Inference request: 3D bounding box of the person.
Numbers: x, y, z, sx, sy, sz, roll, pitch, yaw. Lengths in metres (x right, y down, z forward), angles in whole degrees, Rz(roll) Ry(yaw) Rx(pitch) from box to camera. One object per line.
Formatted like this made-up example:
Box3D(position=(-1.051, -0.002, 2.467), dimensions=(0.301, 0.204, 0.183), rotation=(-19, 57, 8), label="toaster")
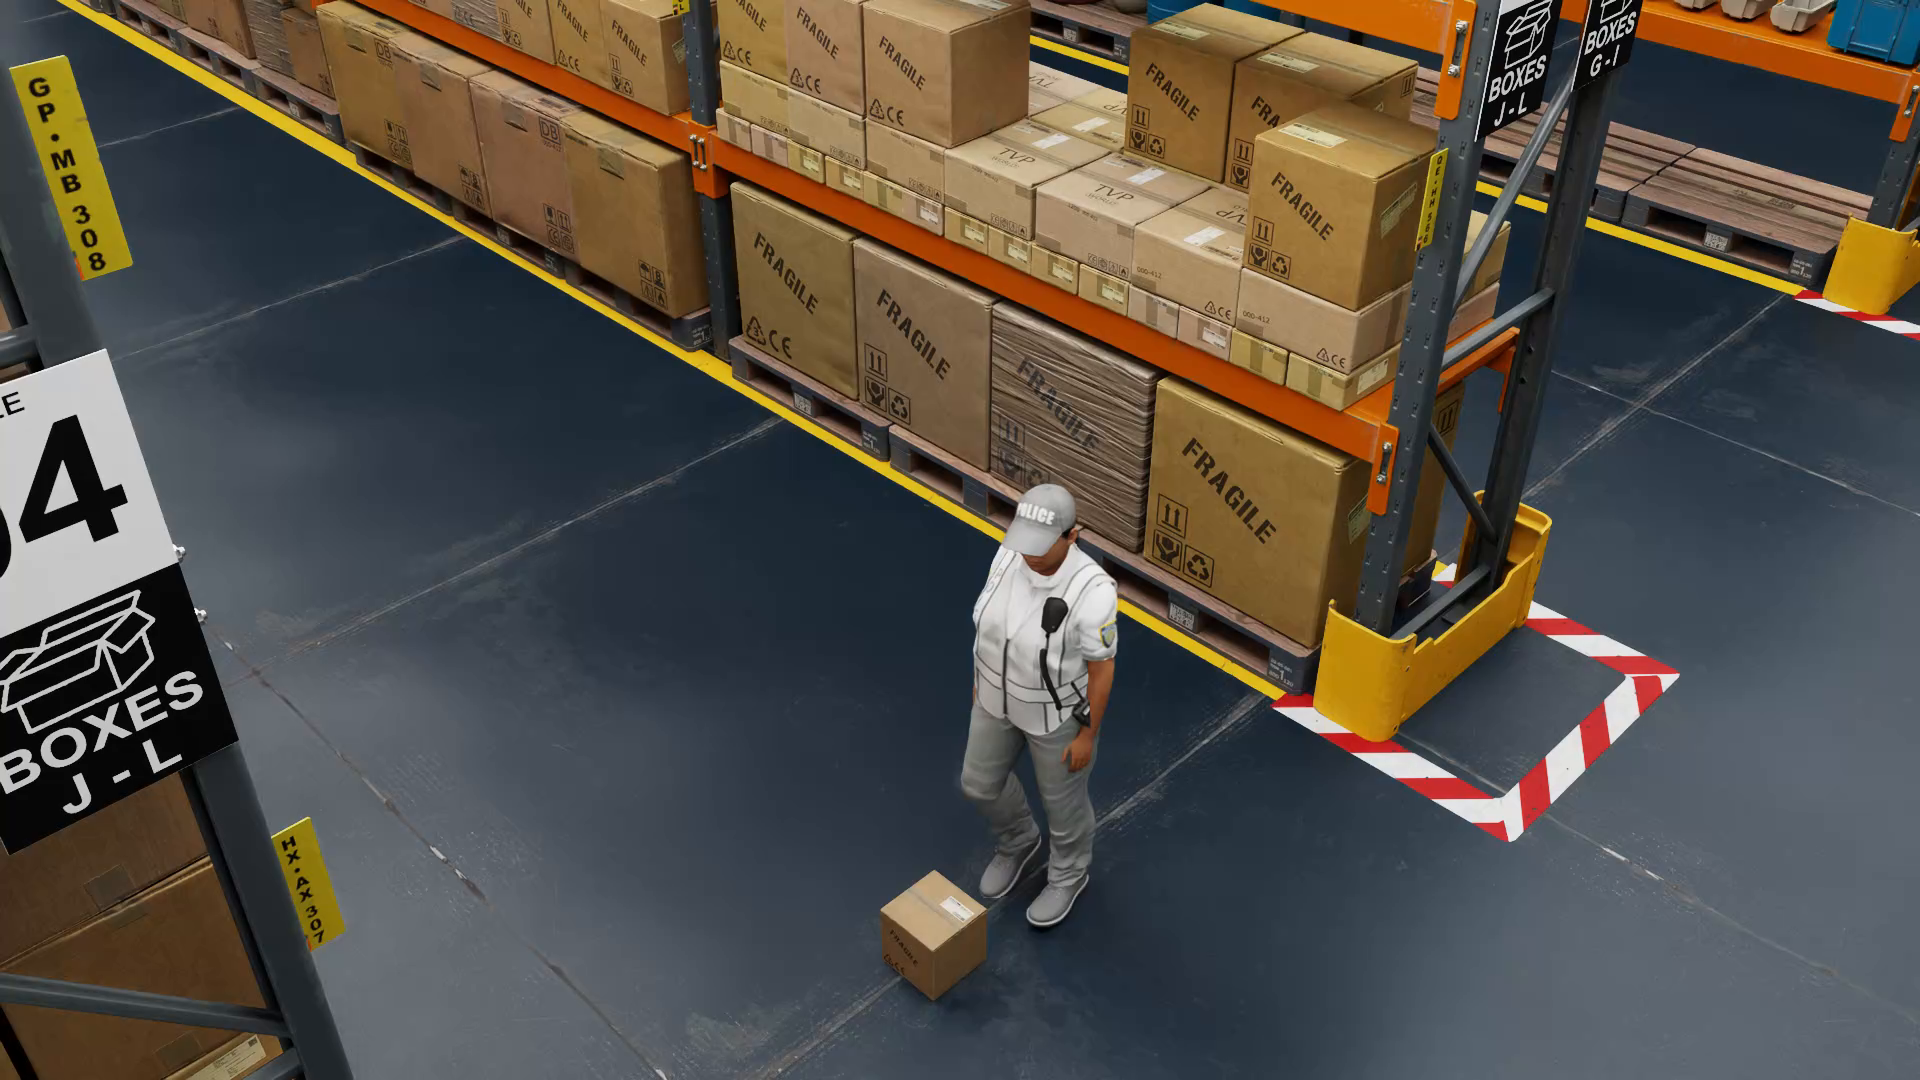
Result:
Box3D(position=(0.255, 0.543, 5.386), dimensions=(0.513, 1.704, 0.386), rotation=(25, 43, 31), label="person")
